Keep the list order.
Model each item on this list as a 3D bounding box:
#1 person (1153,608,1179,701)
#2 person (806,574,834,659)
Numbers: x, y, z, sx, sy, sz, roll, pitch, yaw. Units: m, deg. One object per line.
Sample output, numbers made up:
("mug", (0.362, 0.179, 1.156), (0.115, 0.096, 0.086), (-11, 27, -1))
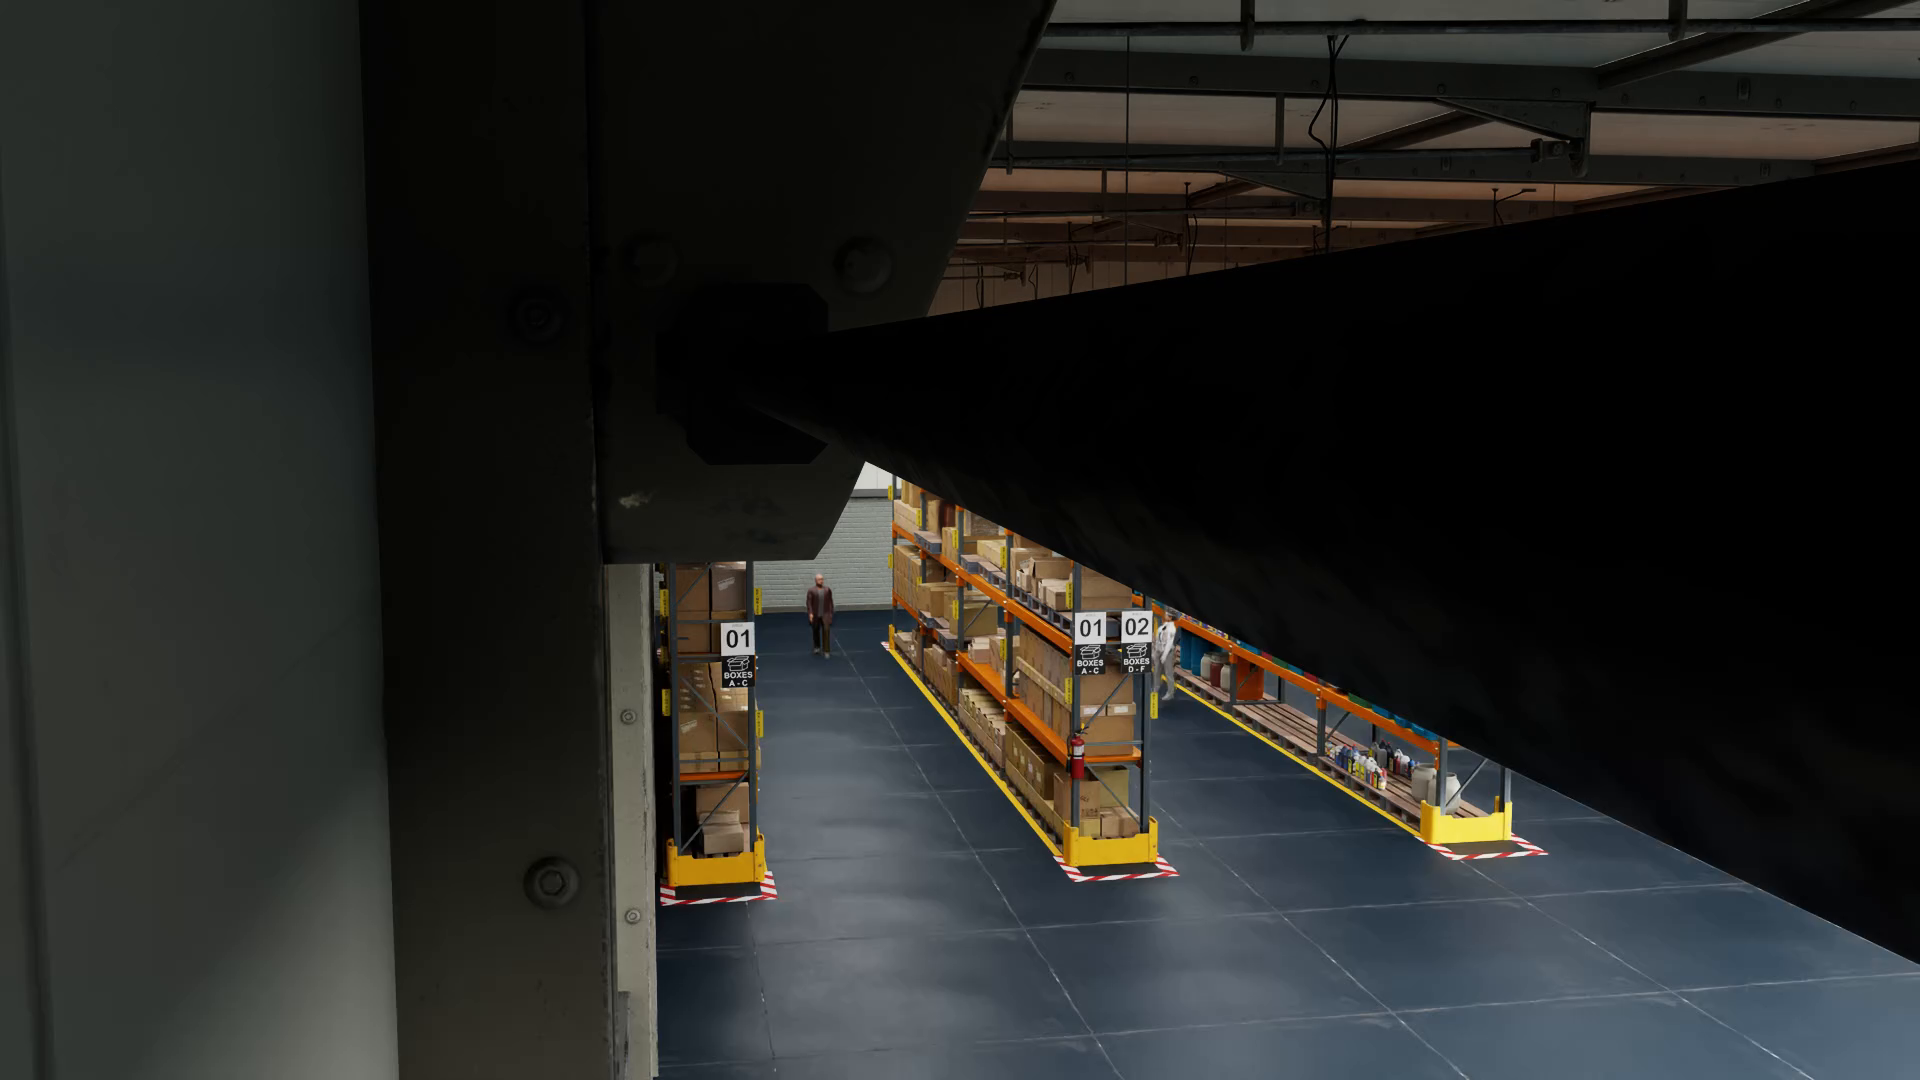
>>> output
("person", (3.723, 2.060, 30.346), (0.477, 1.679, 0.545), (-4, 7, -29))
("person", (-2.983, 1.608, 35.569), (0.608, 1.741, 1.066), (-1, 6, -10))
